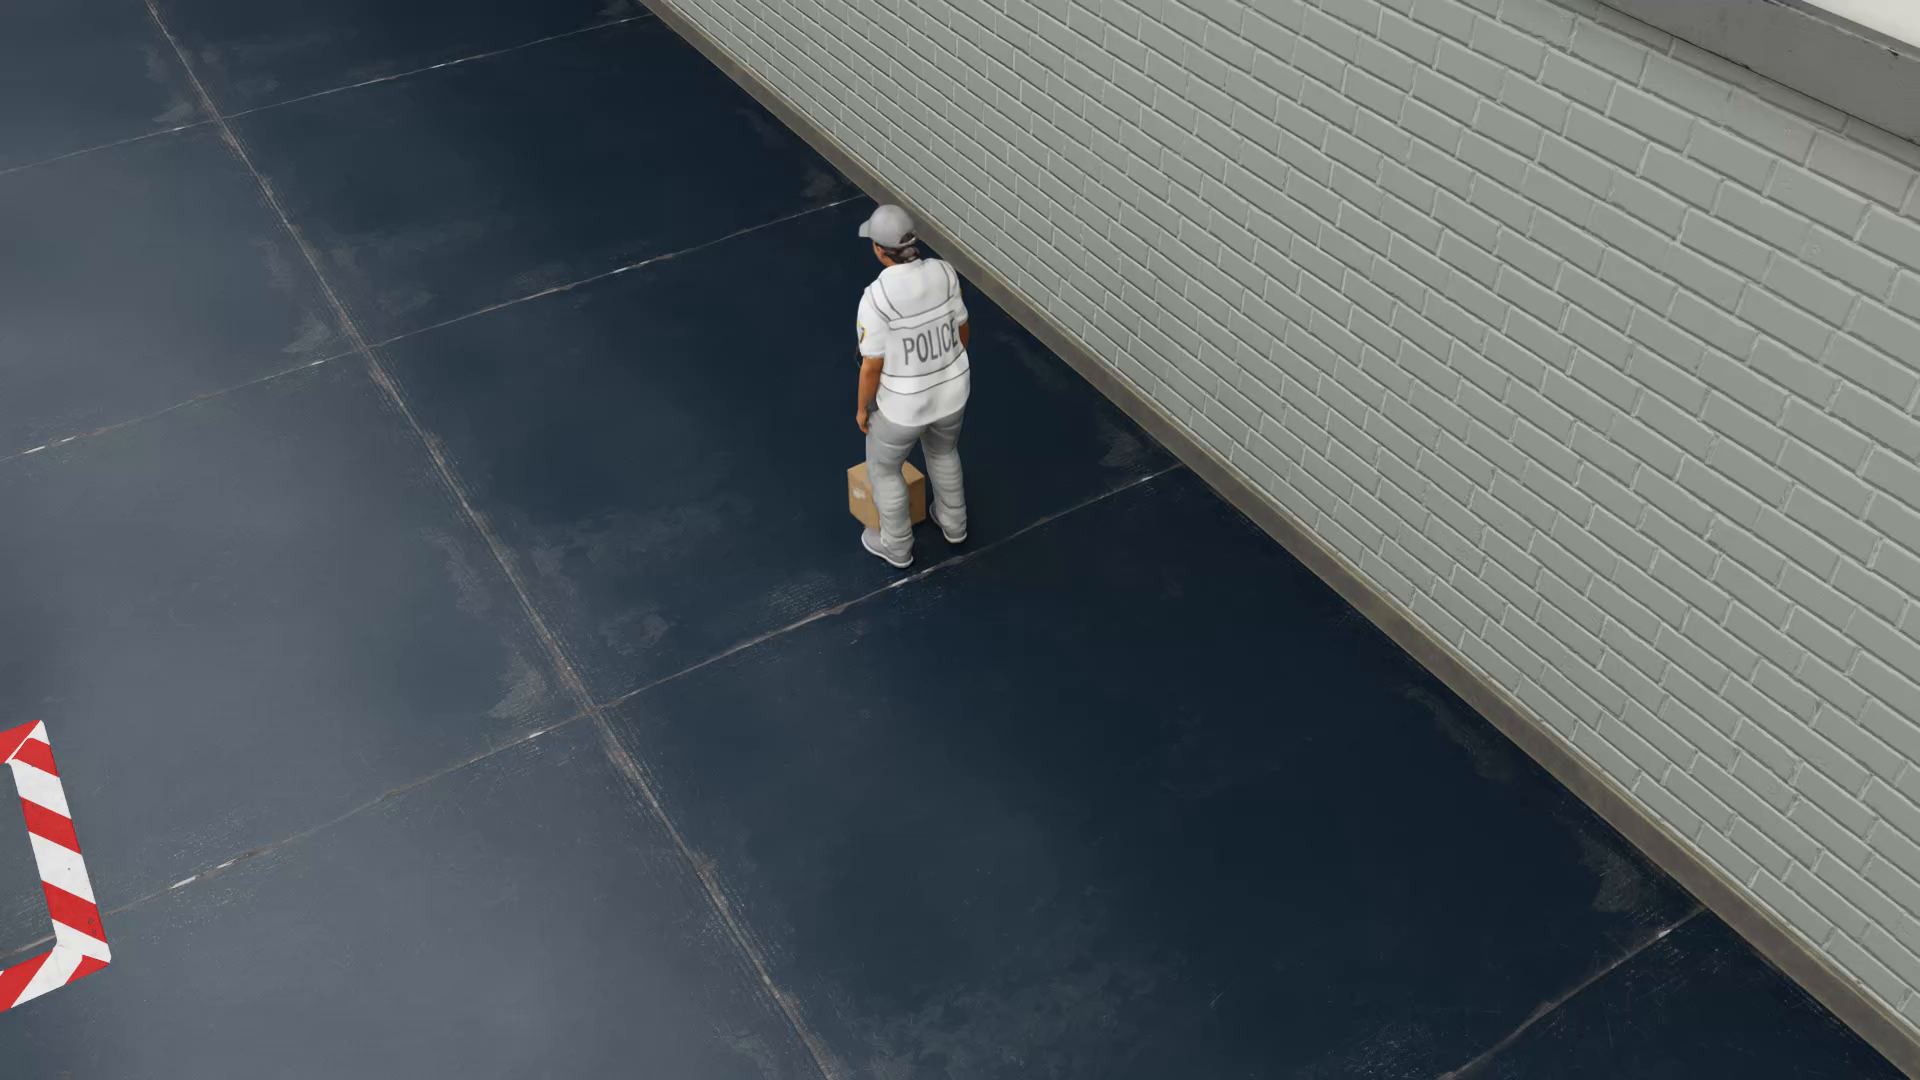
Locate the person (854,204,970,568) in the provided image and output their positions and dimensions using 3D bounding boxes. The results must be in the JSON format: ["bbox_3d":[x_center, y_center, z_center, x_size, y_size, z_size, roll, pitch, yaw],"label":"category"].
[{"bbox_3d":[-0.201,-0.618,6.864,0.543,1.665,0.467,-24,47,-25],"label":"person"}]
